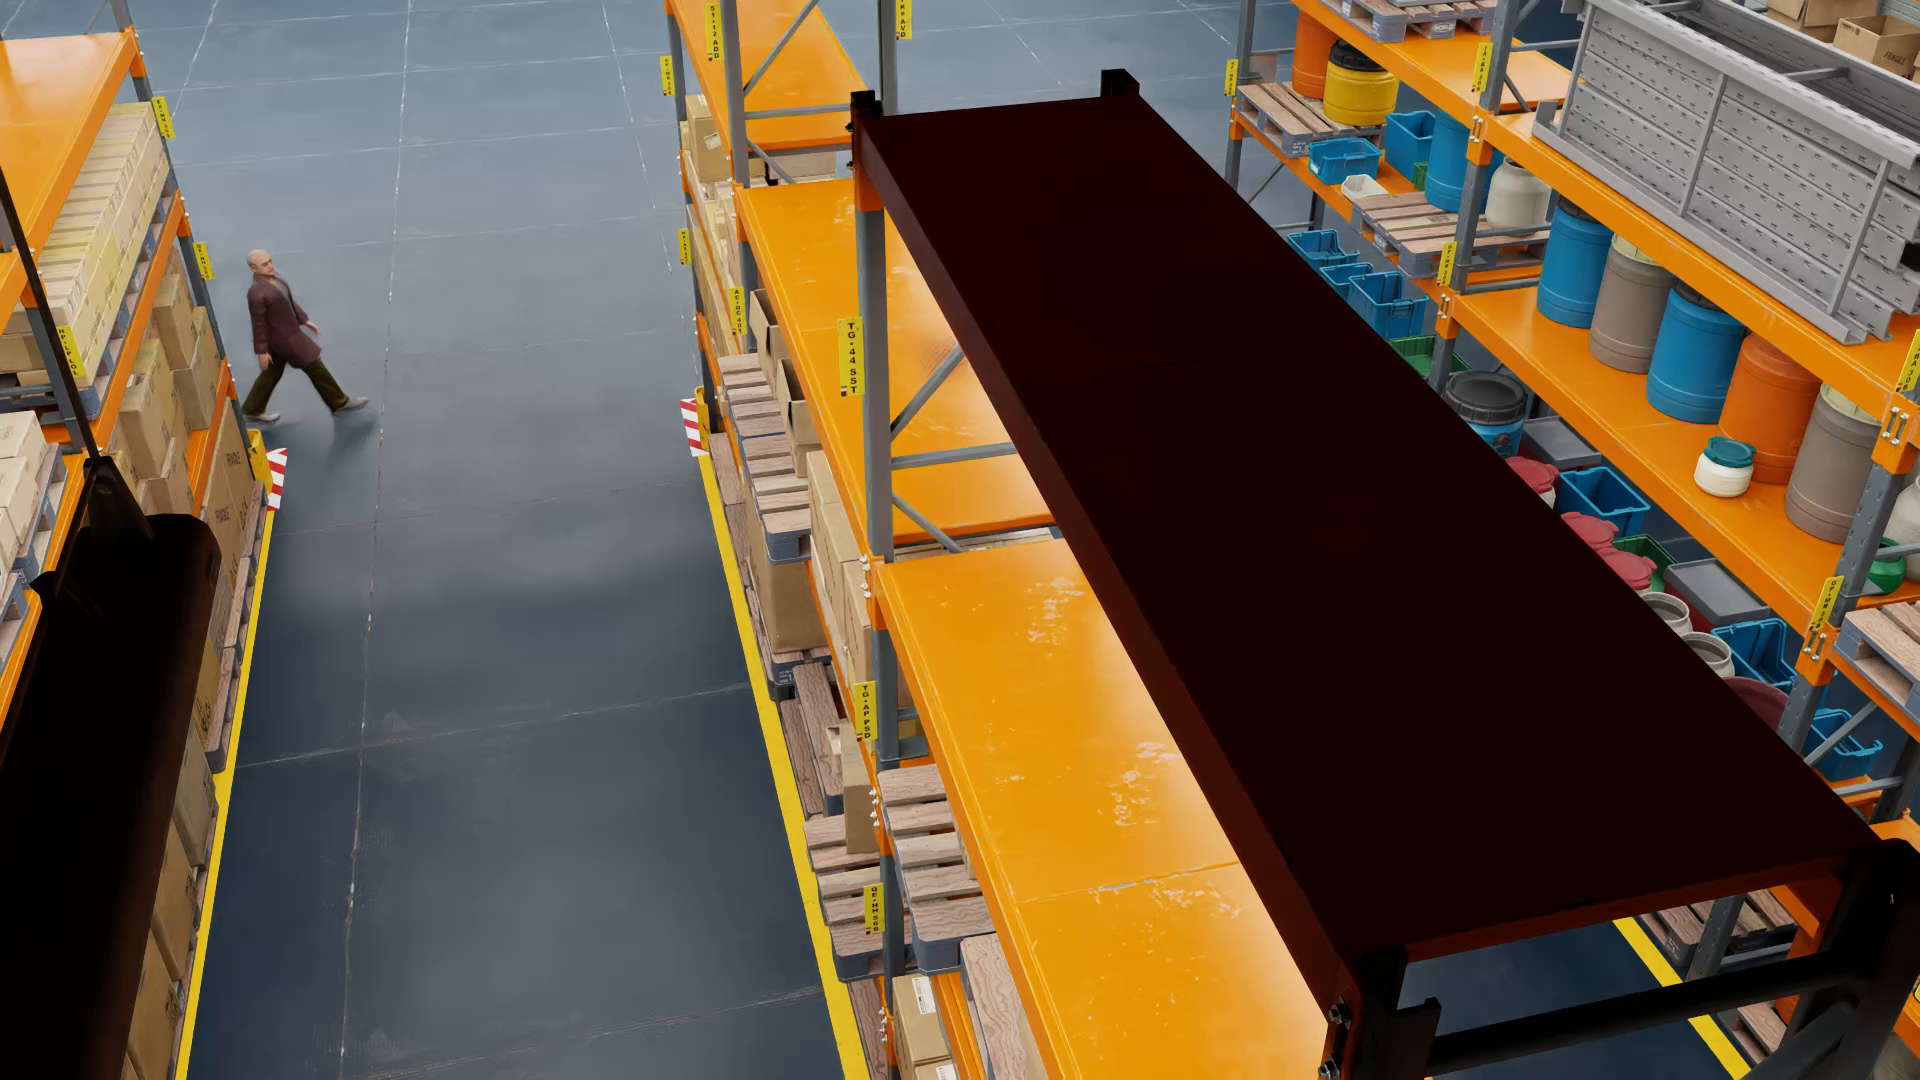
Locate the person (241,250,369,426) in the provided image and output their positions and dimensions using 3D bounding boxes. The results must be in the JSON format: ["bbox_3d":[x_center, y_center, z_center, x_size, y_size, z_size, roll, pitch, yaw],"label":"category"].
[{"bbox_3d":[-6.196,-1.871,15.287,1.084,1.737,0.527,-24,41,-31],"label":"person"}]
